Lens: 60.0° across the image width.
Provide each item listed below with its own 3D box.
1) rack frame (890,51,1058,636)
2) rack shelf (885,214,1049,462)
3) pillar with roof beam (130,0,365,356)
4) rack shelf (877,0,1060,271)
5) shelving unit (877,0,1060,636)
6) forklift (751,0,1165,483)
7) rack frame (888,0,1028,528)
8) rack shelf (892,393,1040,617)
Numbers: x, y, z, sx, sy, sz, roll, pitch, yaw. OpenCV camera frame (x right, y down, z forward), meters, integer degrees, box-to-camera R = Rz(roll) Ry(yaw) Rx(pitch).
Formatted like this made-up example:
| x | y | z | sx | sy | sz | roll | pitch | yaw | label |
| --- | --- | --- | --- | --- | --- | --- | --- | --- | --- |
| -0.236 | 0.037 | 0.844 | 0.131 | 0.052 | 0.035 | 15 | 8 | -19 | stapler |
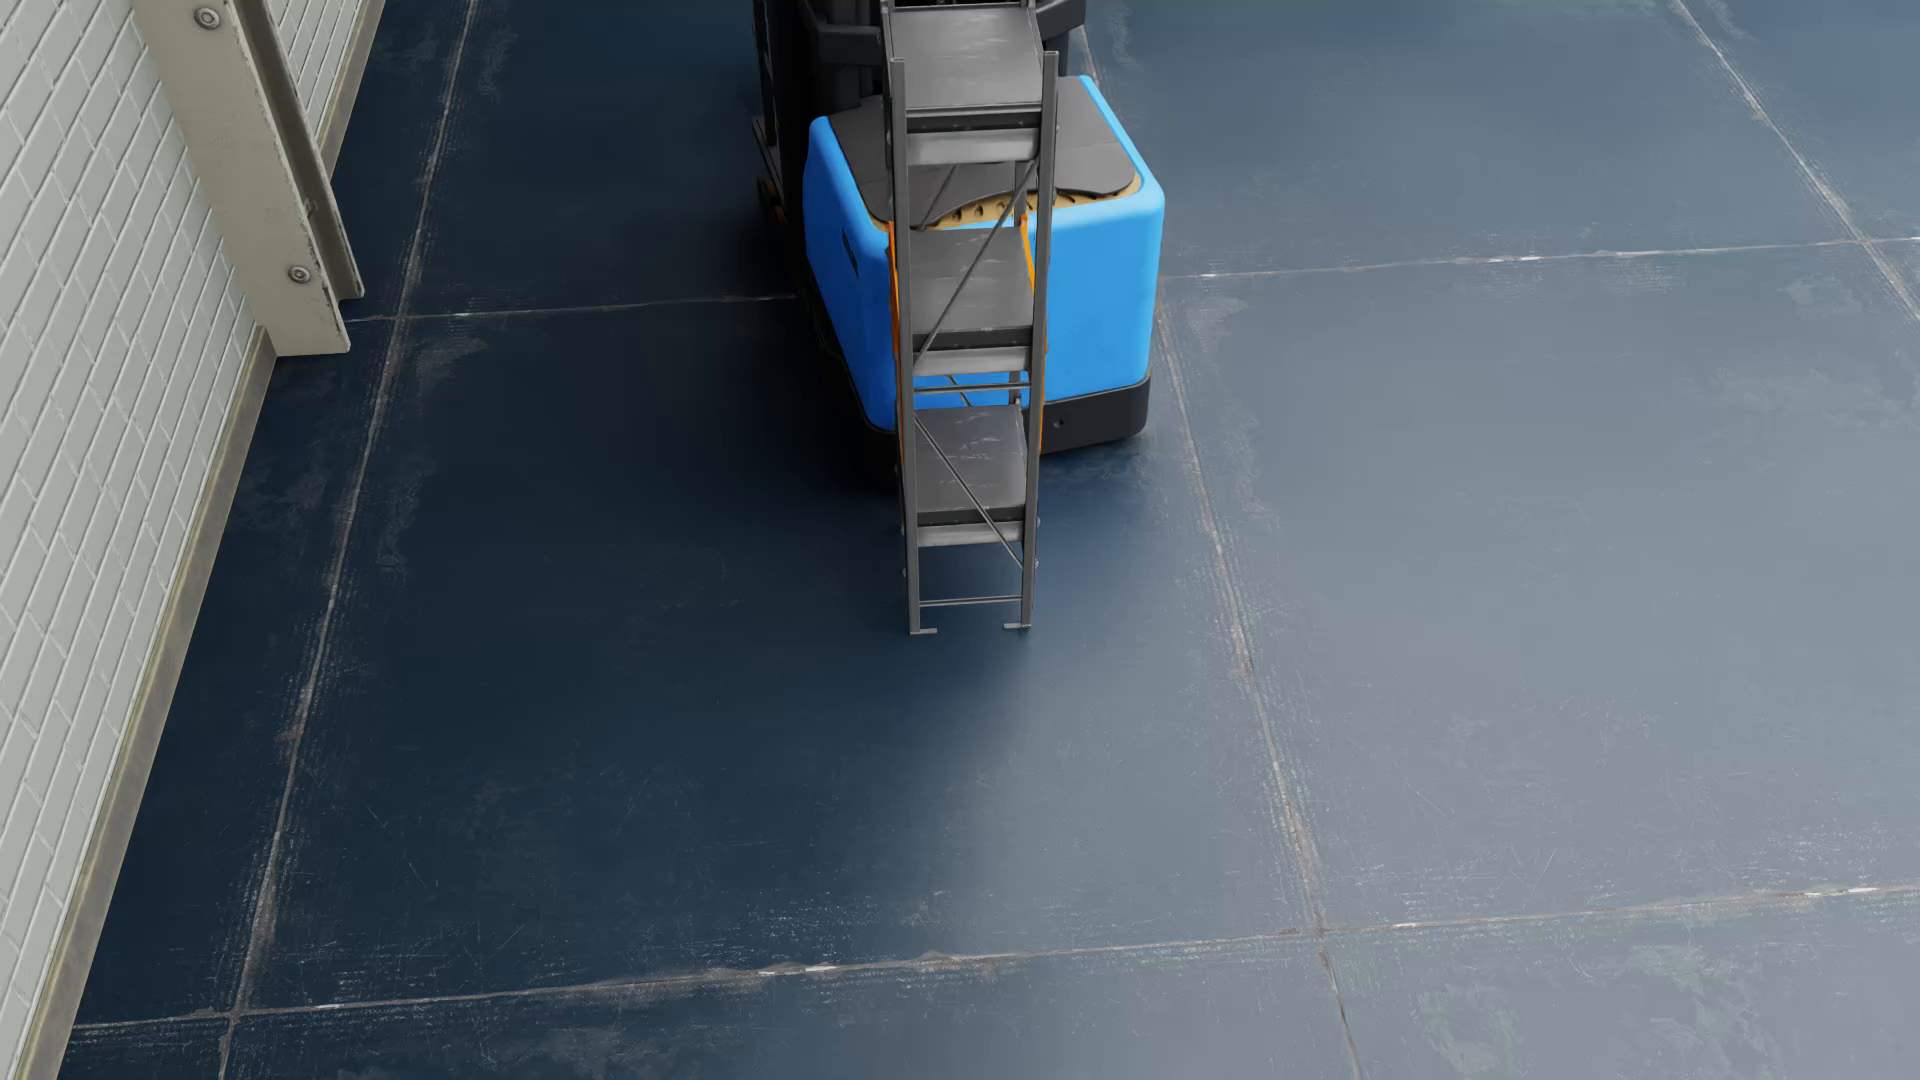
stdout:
| x | y | z | sx | sy | sz | roll | pitch | yaw | label |
| --- | --- | --- | --- | --- | --- | --- | --- | --- | --- |
| 0.034 | -0.426 | 4.707 | 0.400 | 2.100 | 0.015 | -3 | 47 | -3 | rack frame |
| 0.014 | -0.593 | 4.884 | 0.431 | 0.518 | 0.480 | -3 | 47 | -3 | rack shelf |
| 1.752 | -4.217 | 3.546 | 9.100 | 9.000 | 0.400 | -3 | 47 | -3 | pillar with roof beam |
| 0.014 | -1.074 | 4.376 | 0.431 | 0.518 | 0.480 | -3 | 47 | -3 | rack shelf |
| 0.014 | -0.602 | 4.874 | 0.431 | 2.100 | 0.503 | -3 | 47 | -3 | shelving unit |
| -0.219 | -2.300 | 5.909 | 1.130 | 2.935 | 3.031 | -12 | 48 | -11 | forklift |
| -0.007 | -0.779 | 5.041 | 0.400 | 2.100 | 0.015 | -3 | 47 | -3 | rack frame |
| 0.014 | -0.112 | 5.392 | 0.431 | 0.518 | 0.480 | -3 | 47 | -3 | rack shelf |
